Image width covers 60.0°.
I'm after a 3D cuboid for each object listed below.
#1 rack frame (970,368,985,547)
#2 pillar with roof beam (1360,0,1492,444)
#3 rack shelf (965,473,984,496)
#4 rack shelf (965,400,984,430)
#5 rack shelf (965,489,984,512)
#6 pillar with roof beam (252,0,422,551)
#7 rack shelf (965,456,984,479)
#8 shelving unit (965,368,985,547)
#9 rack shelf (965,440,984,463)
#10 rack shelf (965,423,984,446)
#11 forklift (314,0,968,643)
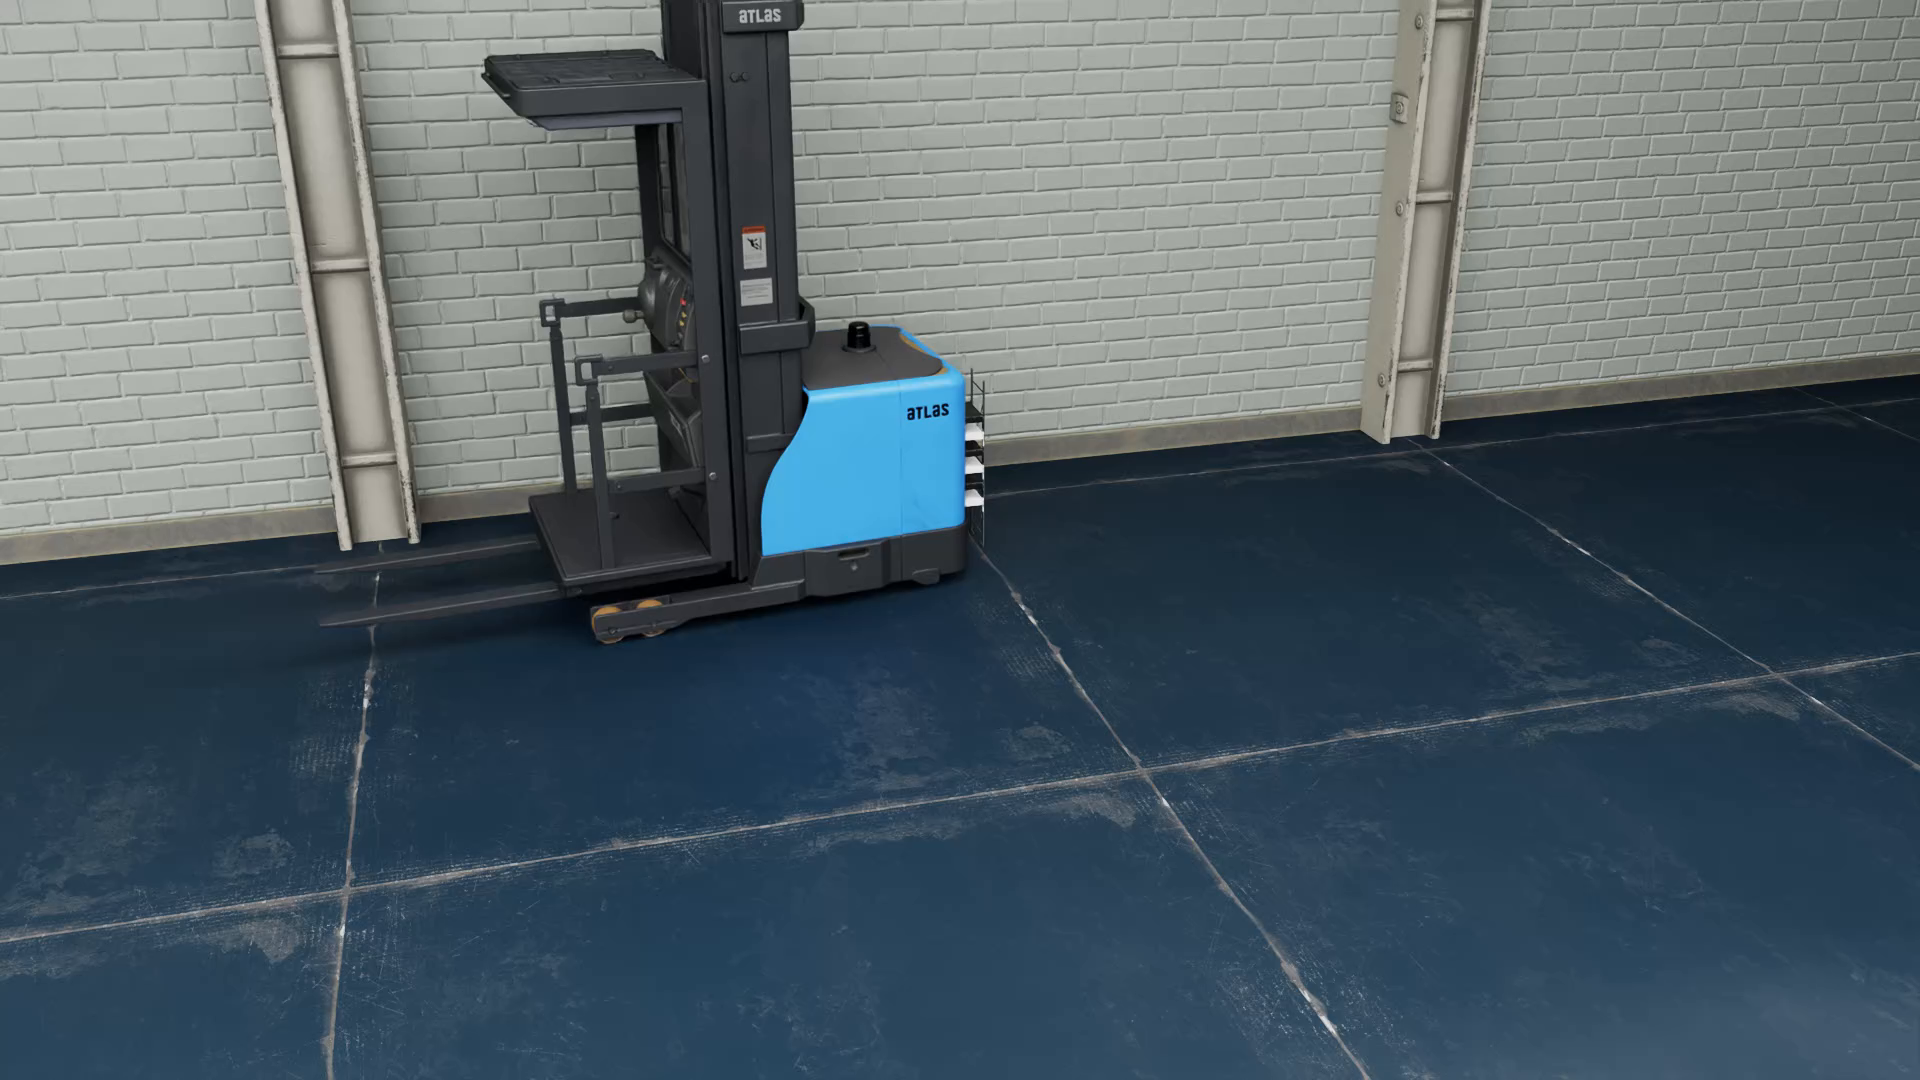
[{"bbox_3d":[0.090,-0.424,8.596,0.006,0.900,0.240,-6,24,-14],"label":"rack frame"},{"bbox_3d":[3.877,-3.164,4.712,0.400,9.000,9.100,-6,24,-14],"label":"pillar with roof beam"},{"bbox_3d":[-0.008,-0.299,8.619,0.200,0.077,0.258,-6,24,-14],"label":"rack shelf"},{"bbox_3d":[-0.008,-0.630,8.477,0.200,0.077,0.258,-6,24,-14],"label":"rack shelf"},{"bbox_3d":[-0.008,-0.217,8.655,0.200,0.077,0.258,-6,24,-14],"label":"rack shelf"},{"bbox_3d":[-1.900,-2.525,3.223,0.400,9.000,9.100,-6,24,-14],"label":"pillar with roof beam"},{"bbox_3d":[-0.008,-0.382,8.584,0.200,0.077,0.258,-6,24,-14],"label":"rack shelf"},{"bbox_3d":[-0.008,-0.413,8.571,0.210,0.900,0.258,-6,24,-14],"label":"shelving unit"},{"bbox_3d":[-0.008,-0.465,8.548,0.200,0.077,0.258,-6,24,-14],"label":"rack shelf"},{"bbox_3d":[-0.008,-0.547,8.513,0.200,0.077,0.258,-6,24,-14],"label":"rack shelf"},{"bbox_3d":[-1.532,-1.108,7.615,3.031,2.935,1.130,-9,25,-20],"label":"forklift"}]
